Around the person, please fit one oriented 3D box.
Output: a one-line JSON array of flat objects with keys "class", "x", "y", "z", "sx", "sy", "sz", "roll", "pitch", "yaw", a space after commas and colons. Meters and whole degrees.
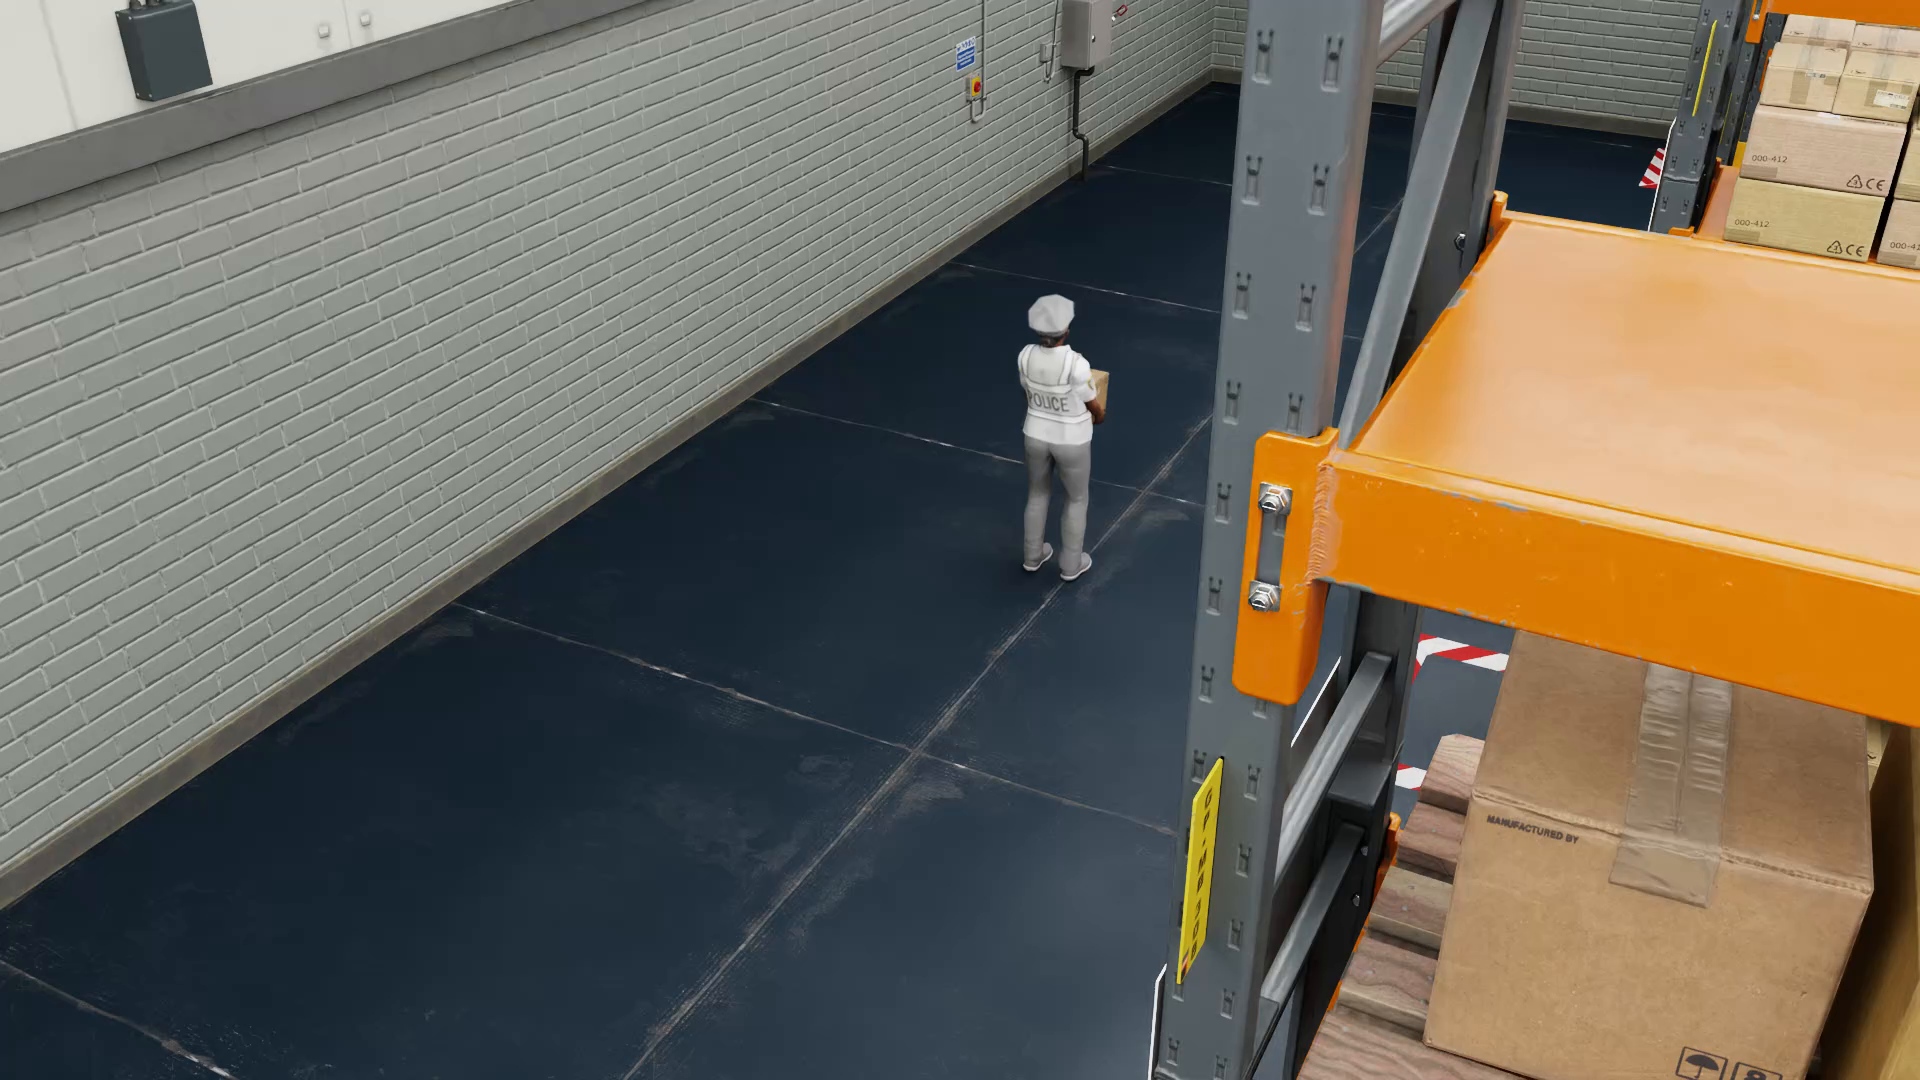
[{"class": "person", "x": 0.571, "y": -0.596, "z": 9.280, "sx": 0.449, "sy": 1.688, "sz": 0.540, "roll": 15, "pitch": 33, "yaw": 23}]
